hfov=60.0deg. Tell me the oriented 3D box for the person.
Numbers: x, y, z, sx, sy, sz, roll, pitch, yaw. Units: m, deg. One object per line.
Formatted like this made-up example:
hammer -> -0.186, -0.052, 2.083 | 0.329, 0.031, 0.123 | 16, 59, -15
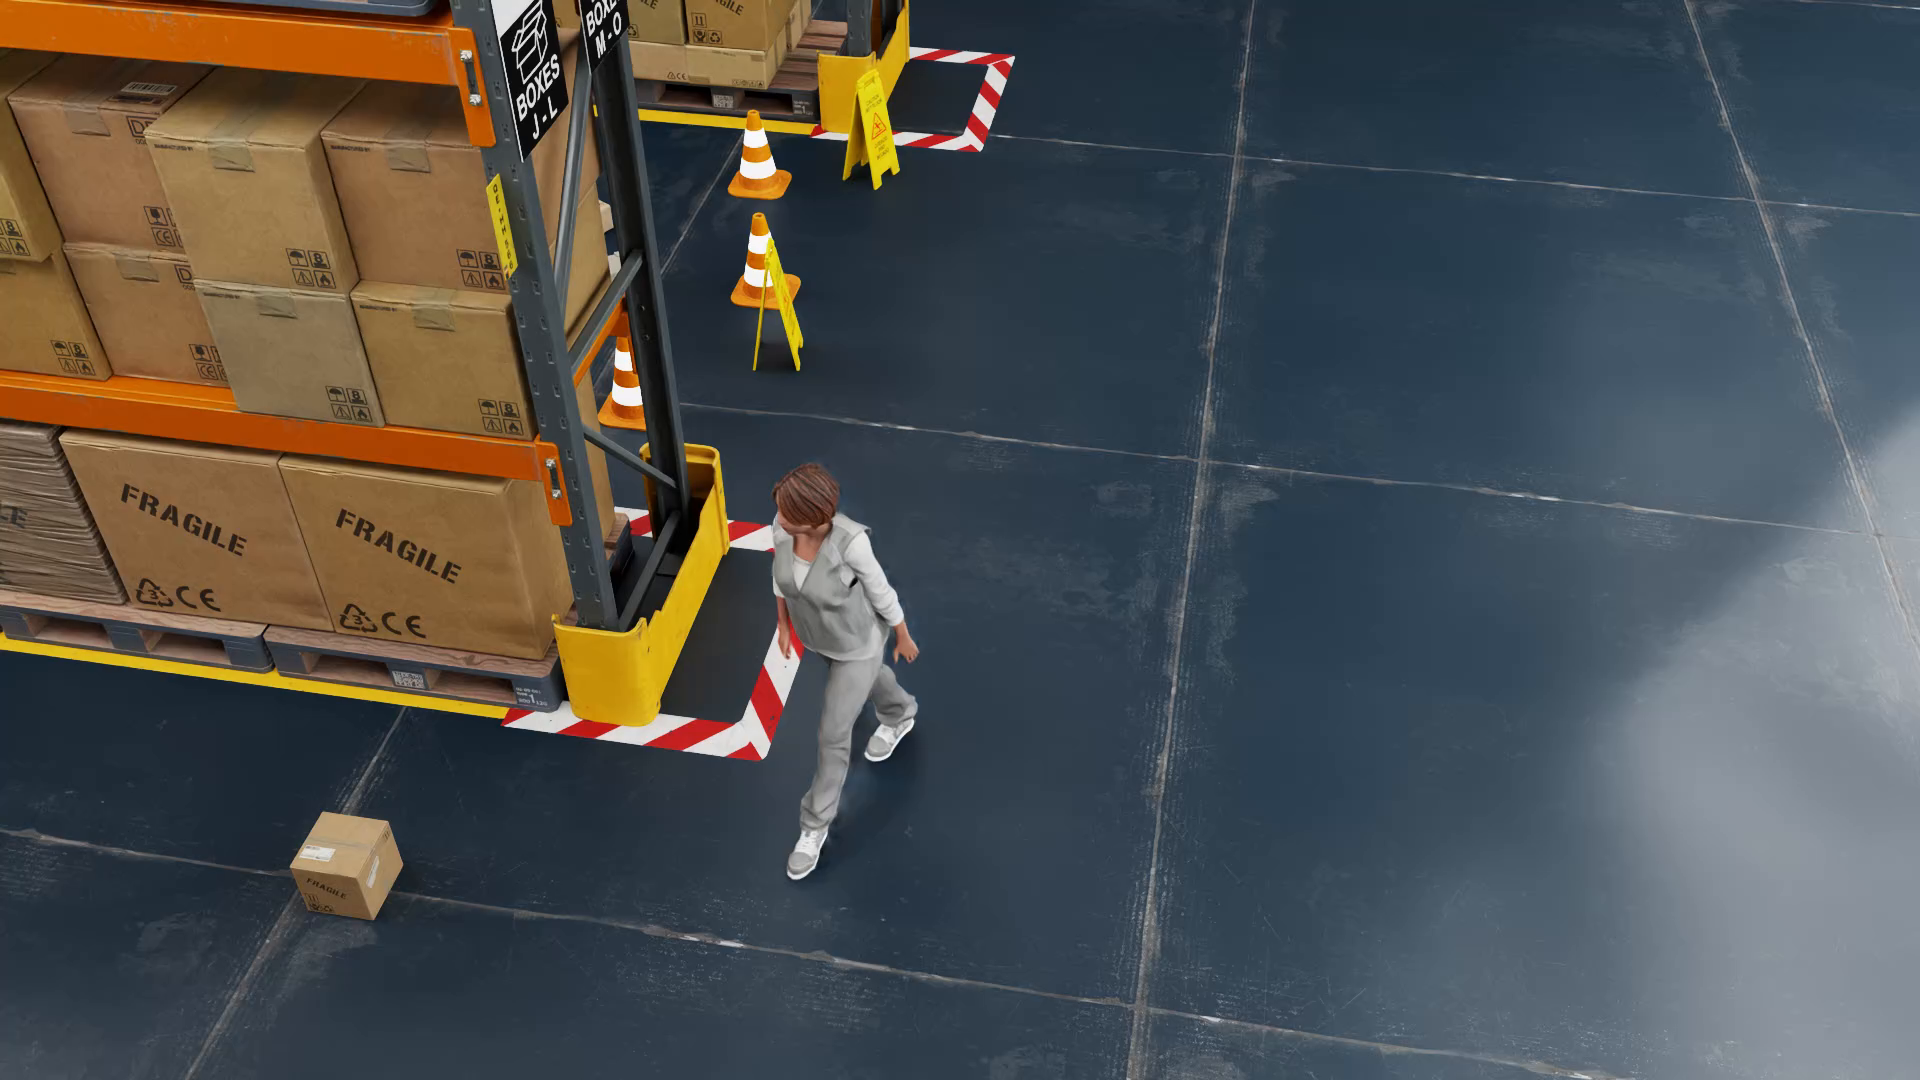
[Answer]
person -> -0.451, 0.347, 5.757 | 0.469, 1.545, 0.870 | 29, 49, 29
